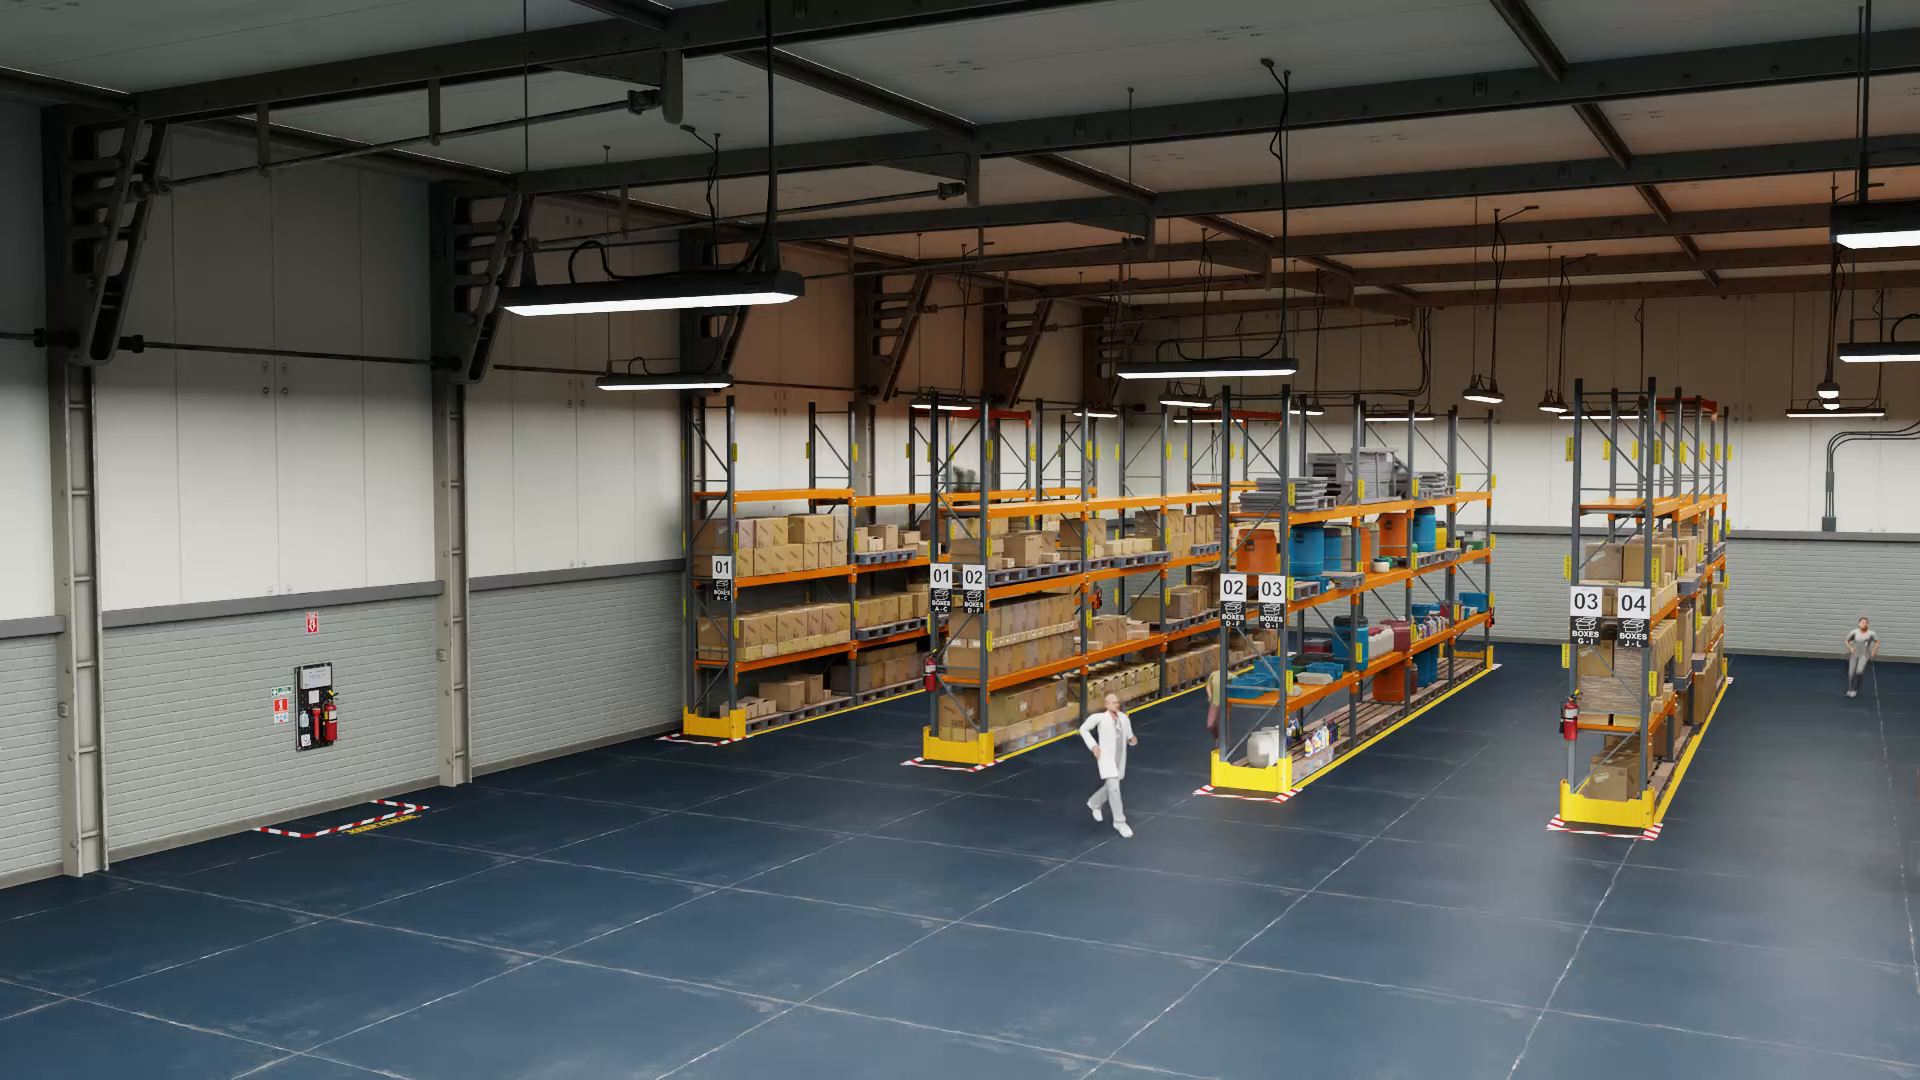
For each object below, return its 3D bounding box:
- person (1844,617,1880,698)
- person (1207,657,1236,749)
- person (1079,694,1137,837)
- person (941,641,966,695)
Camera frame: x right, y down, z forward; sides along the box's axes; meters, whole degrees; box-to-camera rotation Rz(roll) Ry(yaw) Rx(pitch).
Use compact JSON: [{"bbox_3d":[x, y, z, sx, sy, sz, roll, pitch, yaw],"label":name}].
[{"bbox_3d":[18.371,2.392,33.913,0.609,1.643,0.649,2,4,38],"label":"person"},{"bbox_3d":[4.331,2.738,27.583,0.576,1.613,0.557,1,3,26],"label":"person"},{"bbox_3d":[1.998,2.939,22.027,0.703,1.805,1.040,-2,4,-35],"label":"person"},{"bbox_3d":[-0.076,2.443,31.310,0.654,1.760,0.968,1,3,16],"label":"person"}]
